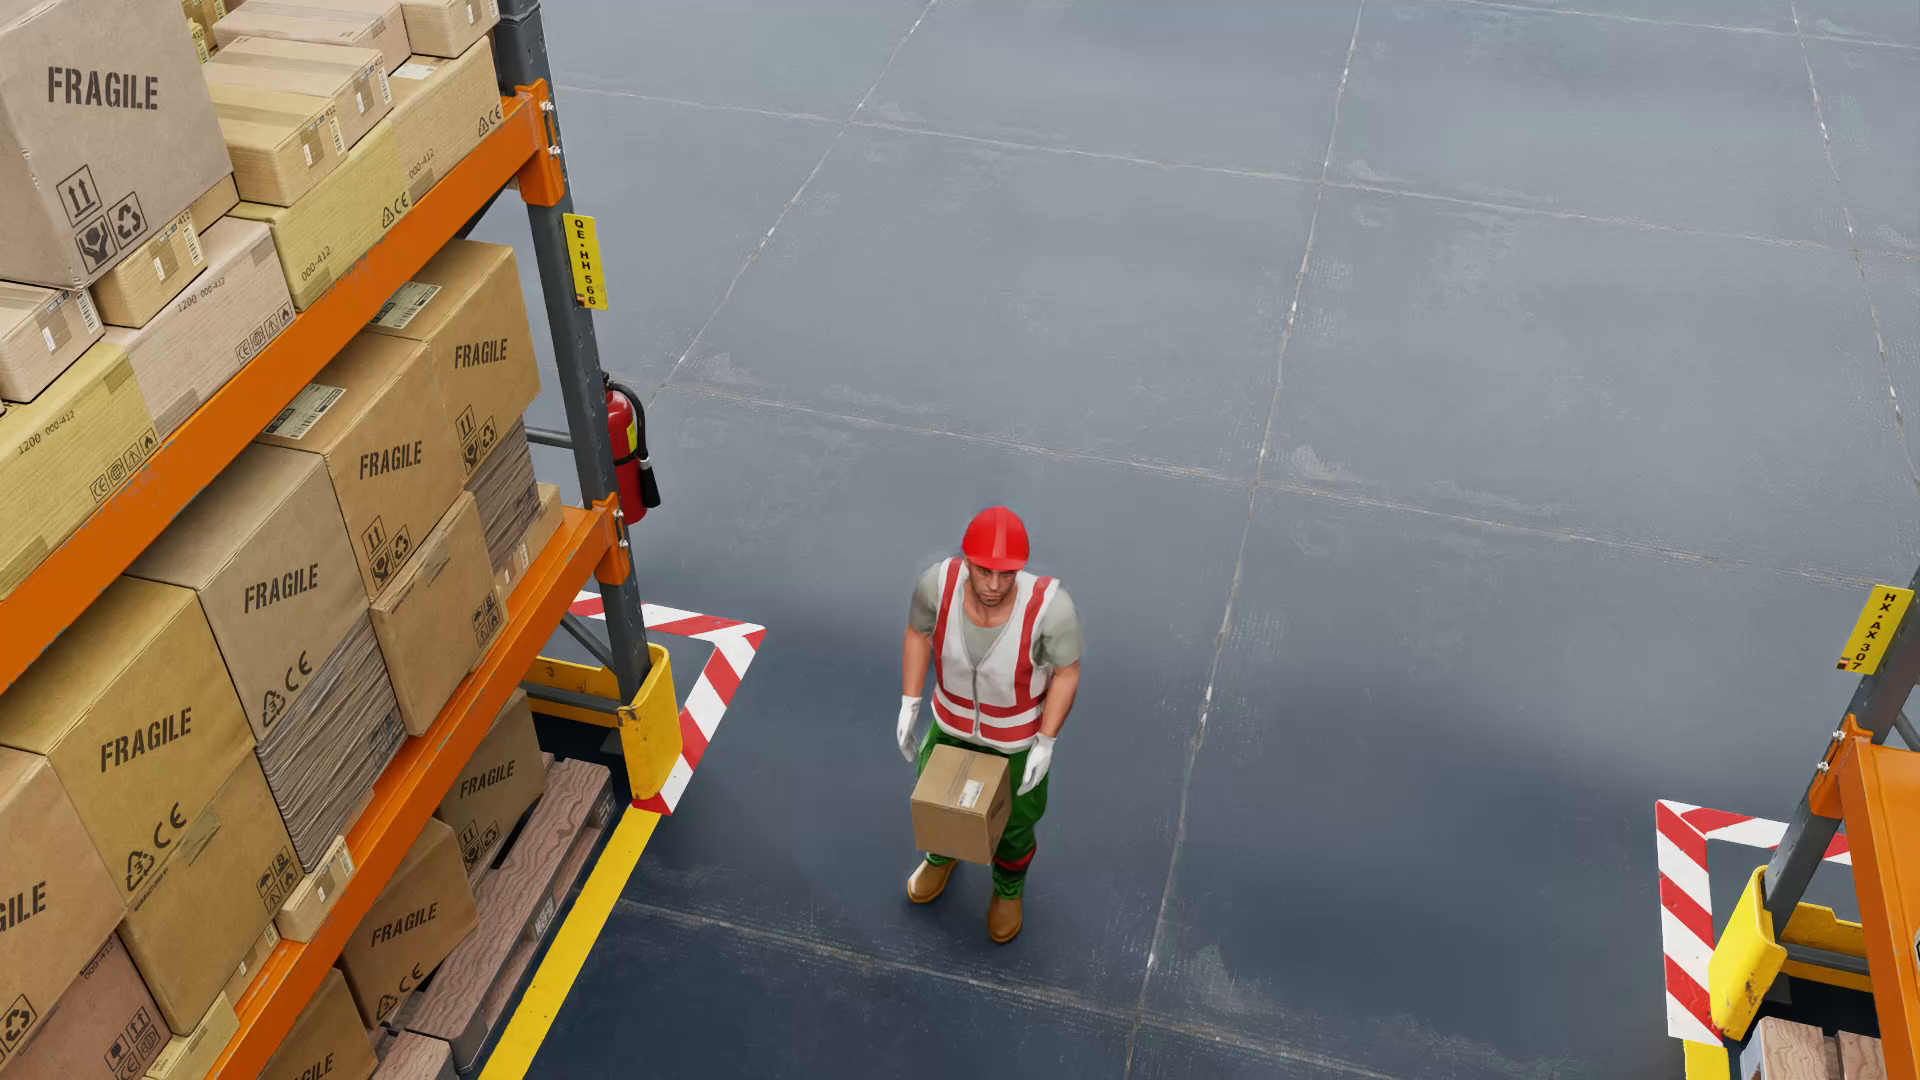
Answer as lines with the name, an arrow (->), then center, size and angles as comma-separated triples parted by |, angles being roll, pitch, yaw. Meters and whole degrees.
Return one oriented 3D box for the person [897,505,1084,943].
person -> 0.075, 0.611, 5.432 | 0.591, 1.782, 0.415 | 14, 43, 16
